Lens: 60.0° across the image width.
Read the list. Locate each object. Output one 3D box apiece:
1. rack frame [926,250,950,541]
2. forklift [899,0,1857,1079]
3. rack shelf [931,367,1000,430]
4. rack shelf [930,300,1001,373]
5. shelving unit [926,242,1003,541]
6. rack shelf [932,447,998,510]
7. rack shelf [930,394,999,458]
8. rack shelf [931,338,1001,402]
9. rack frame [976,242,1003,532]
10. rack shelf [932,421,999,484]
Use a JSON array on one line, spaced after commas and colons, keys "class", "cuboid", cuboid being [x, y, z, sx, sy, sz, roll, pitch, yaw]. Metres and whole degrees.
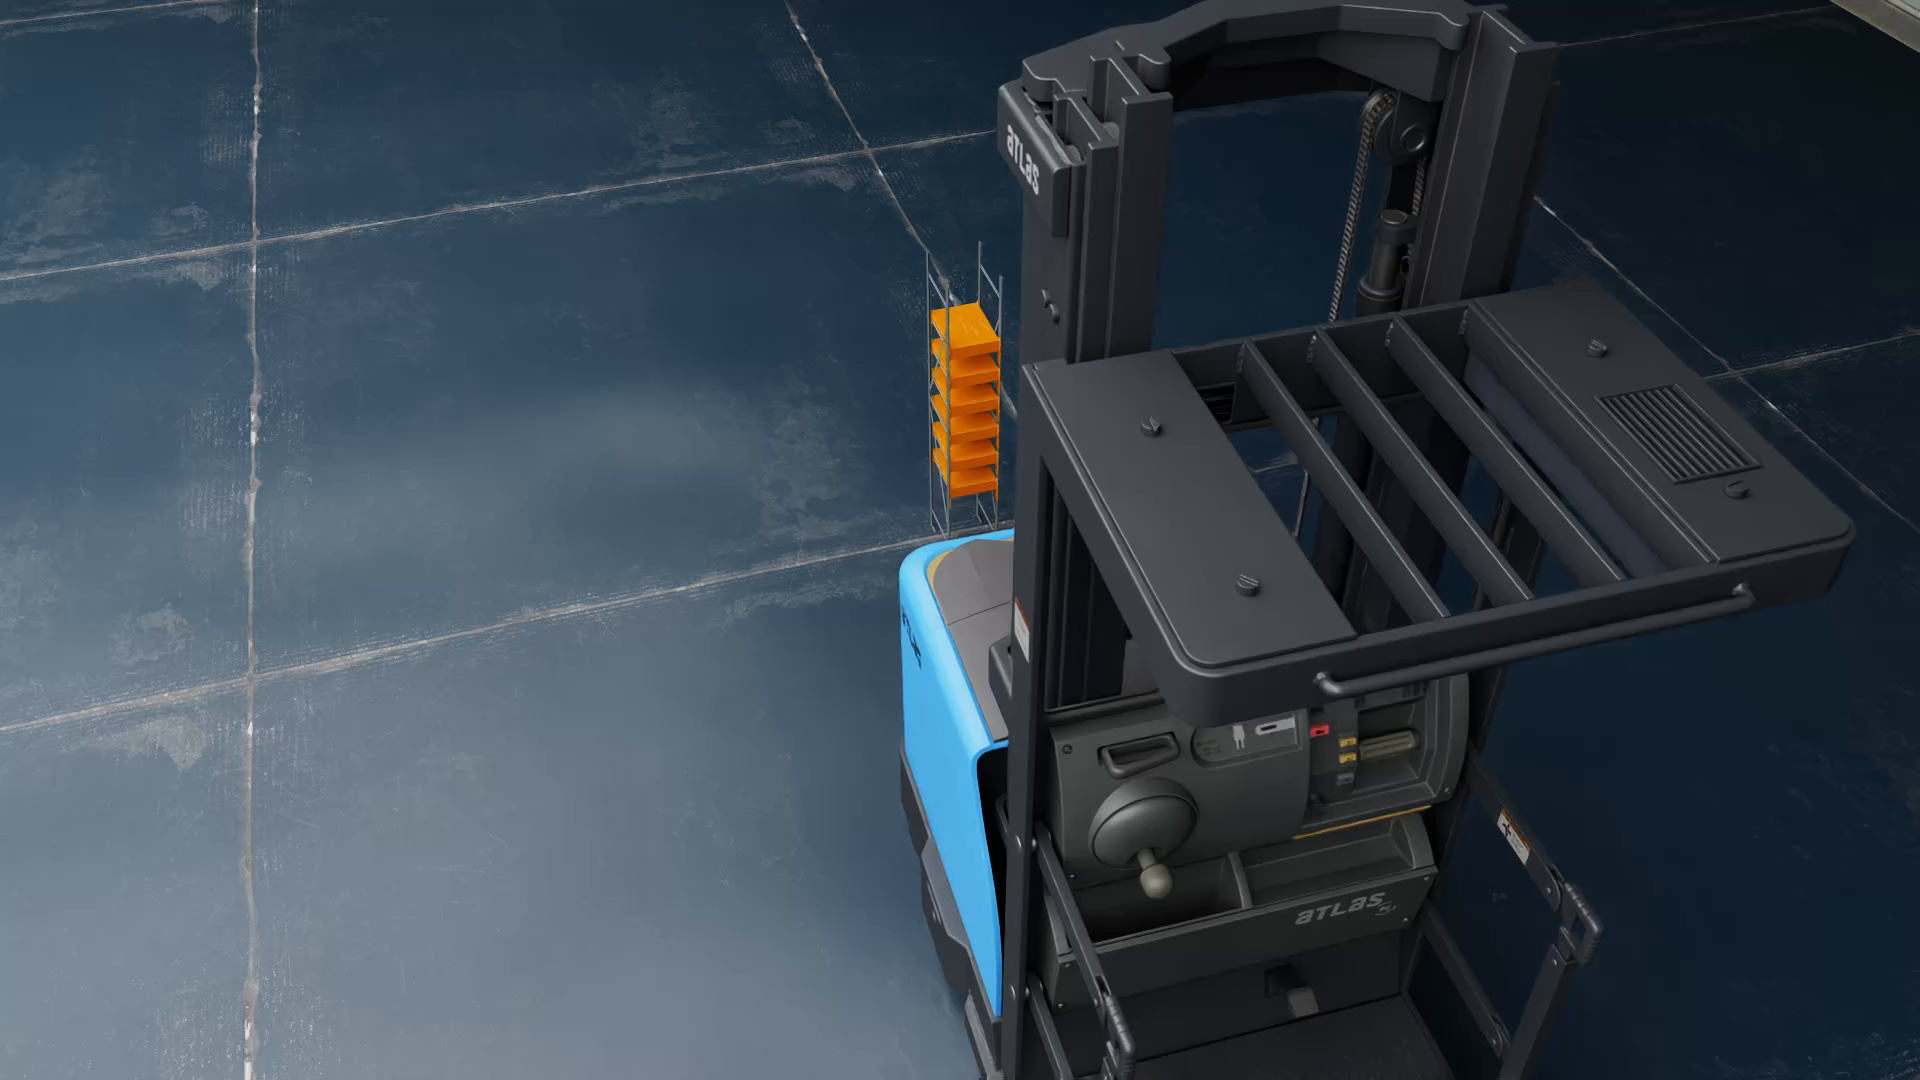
[{"class": "rack frame", "cuboid": [-0.073, -0.437, 5.838, 0.006, 1.200, 0.240, -12, 42, -13]}, {"class": "forklift", "cuboid": [0.707, 0.575, 3.365, 1.130, 2.935, 3.031, -11, 42, -12]}, {"class": "rack shelf", "cuboid": [0.014, -0.512, 5.809, 0.180, 0.103, 0.258, -12, 42, -13]}, {"class": "rack shelf", "cuboid": [0.014, -0.692, 5.651, 0.180, 0.103, 0.258, -12, 42, -13]}, {"class": "shelving unit", "cuboid": [0.014, -0.455, 5.859, 0.189, 1.200, 0.258, -12, 42, -13]}, {"class": "rack shelf", "cuboid": [0.014, -0.241, 6.046, 0.180, 0.103, 0.258, -12, 42, -13]}, {"class": "rack shelf", "cuboid": [0.014, -0.421, 5.888, 0.180, 0.103, 0.258, -12, 42, -13]}, {"class": "rack shelf", "cuboid": [0.014, -0.602, 5.730, 0.180, 0.103, 0.258, -12, 42, -13]}, {"class": "rack frame", "cuboid": [0.101, -0.473, 5.879, 0.006, 1.200, 0.240, -12, 42, -13]}, {"class": "rack shelf", "cuboid": [0.014, -0.331, 5.967, 0.180, 0.103, 0.258, -12, 42, -13]}]
